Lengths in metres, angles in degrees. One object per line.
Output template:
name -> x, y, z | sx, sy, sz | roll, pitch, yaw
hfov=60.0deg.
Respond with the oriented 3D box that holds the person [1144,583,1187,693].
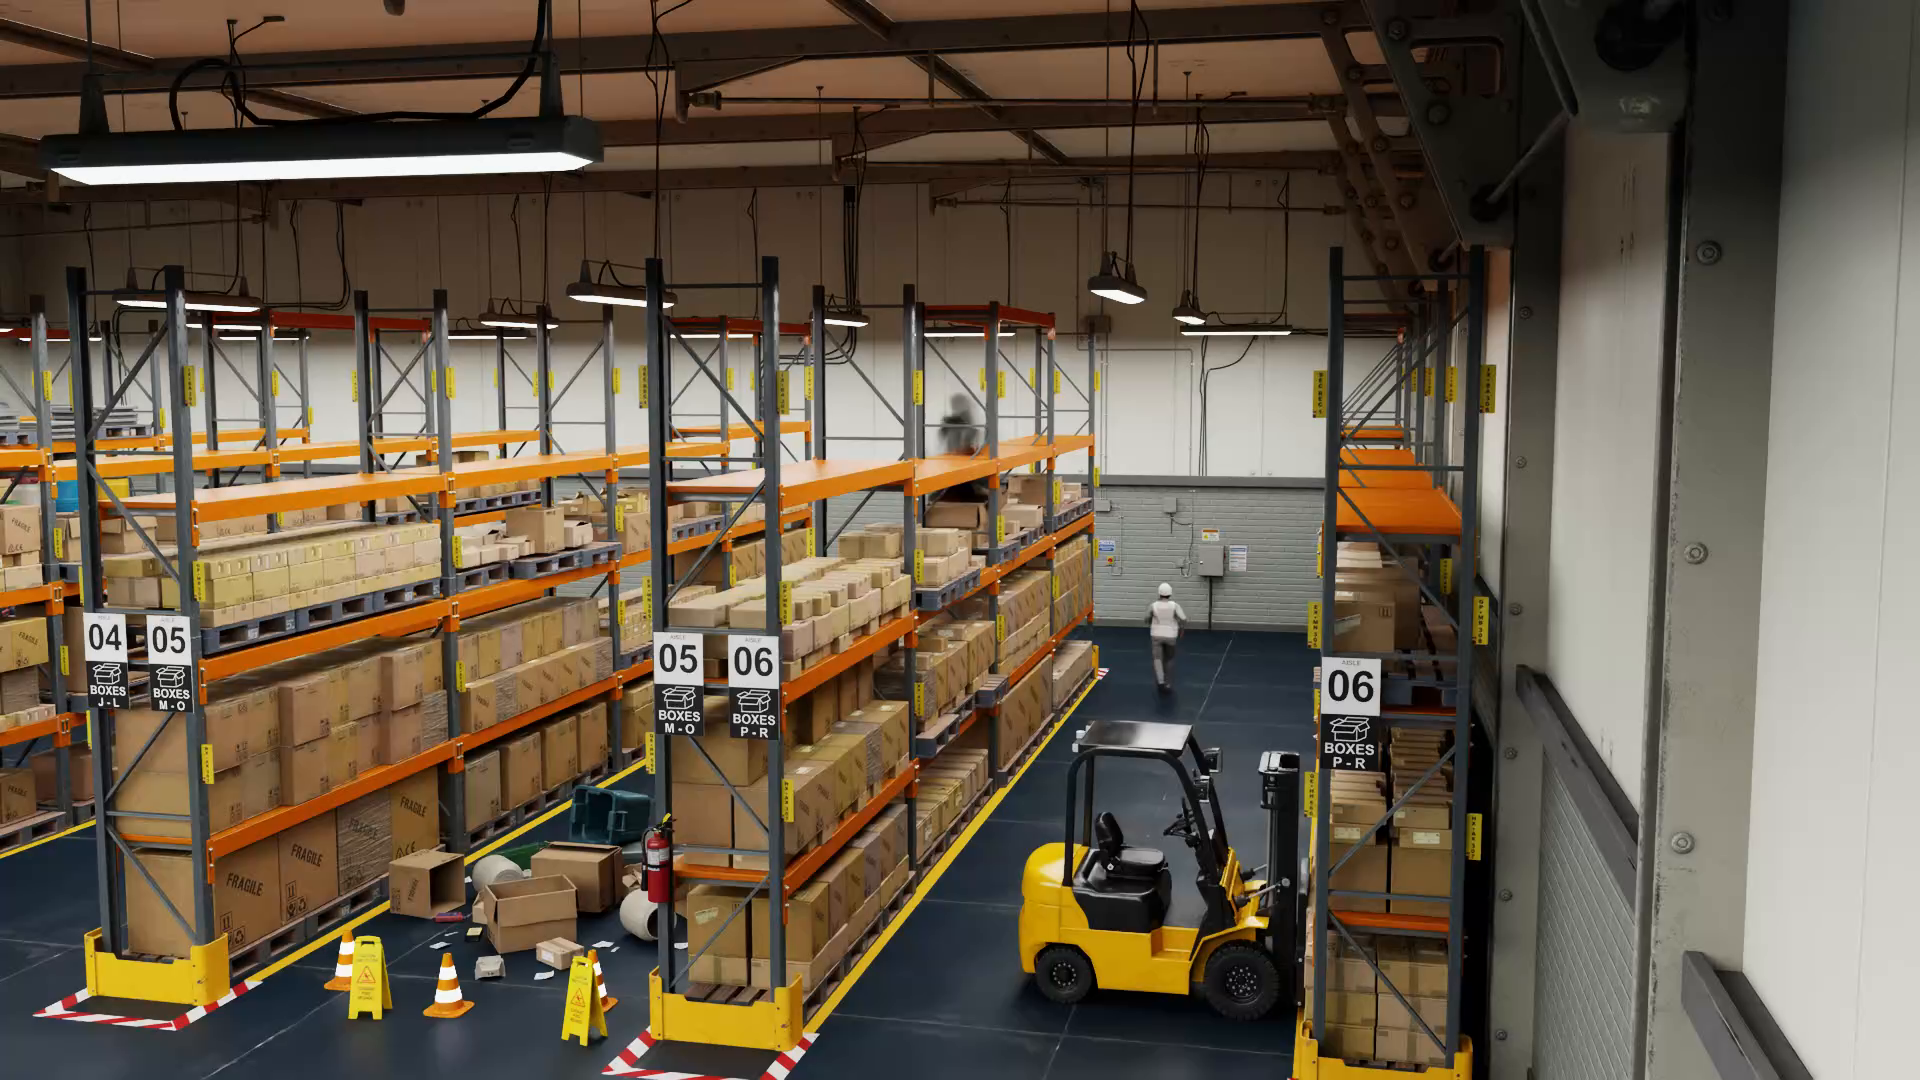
person -> 3.286, 1.563, 26.682 | 0.668, 1.759, 0.965 | 0, 6, 3
